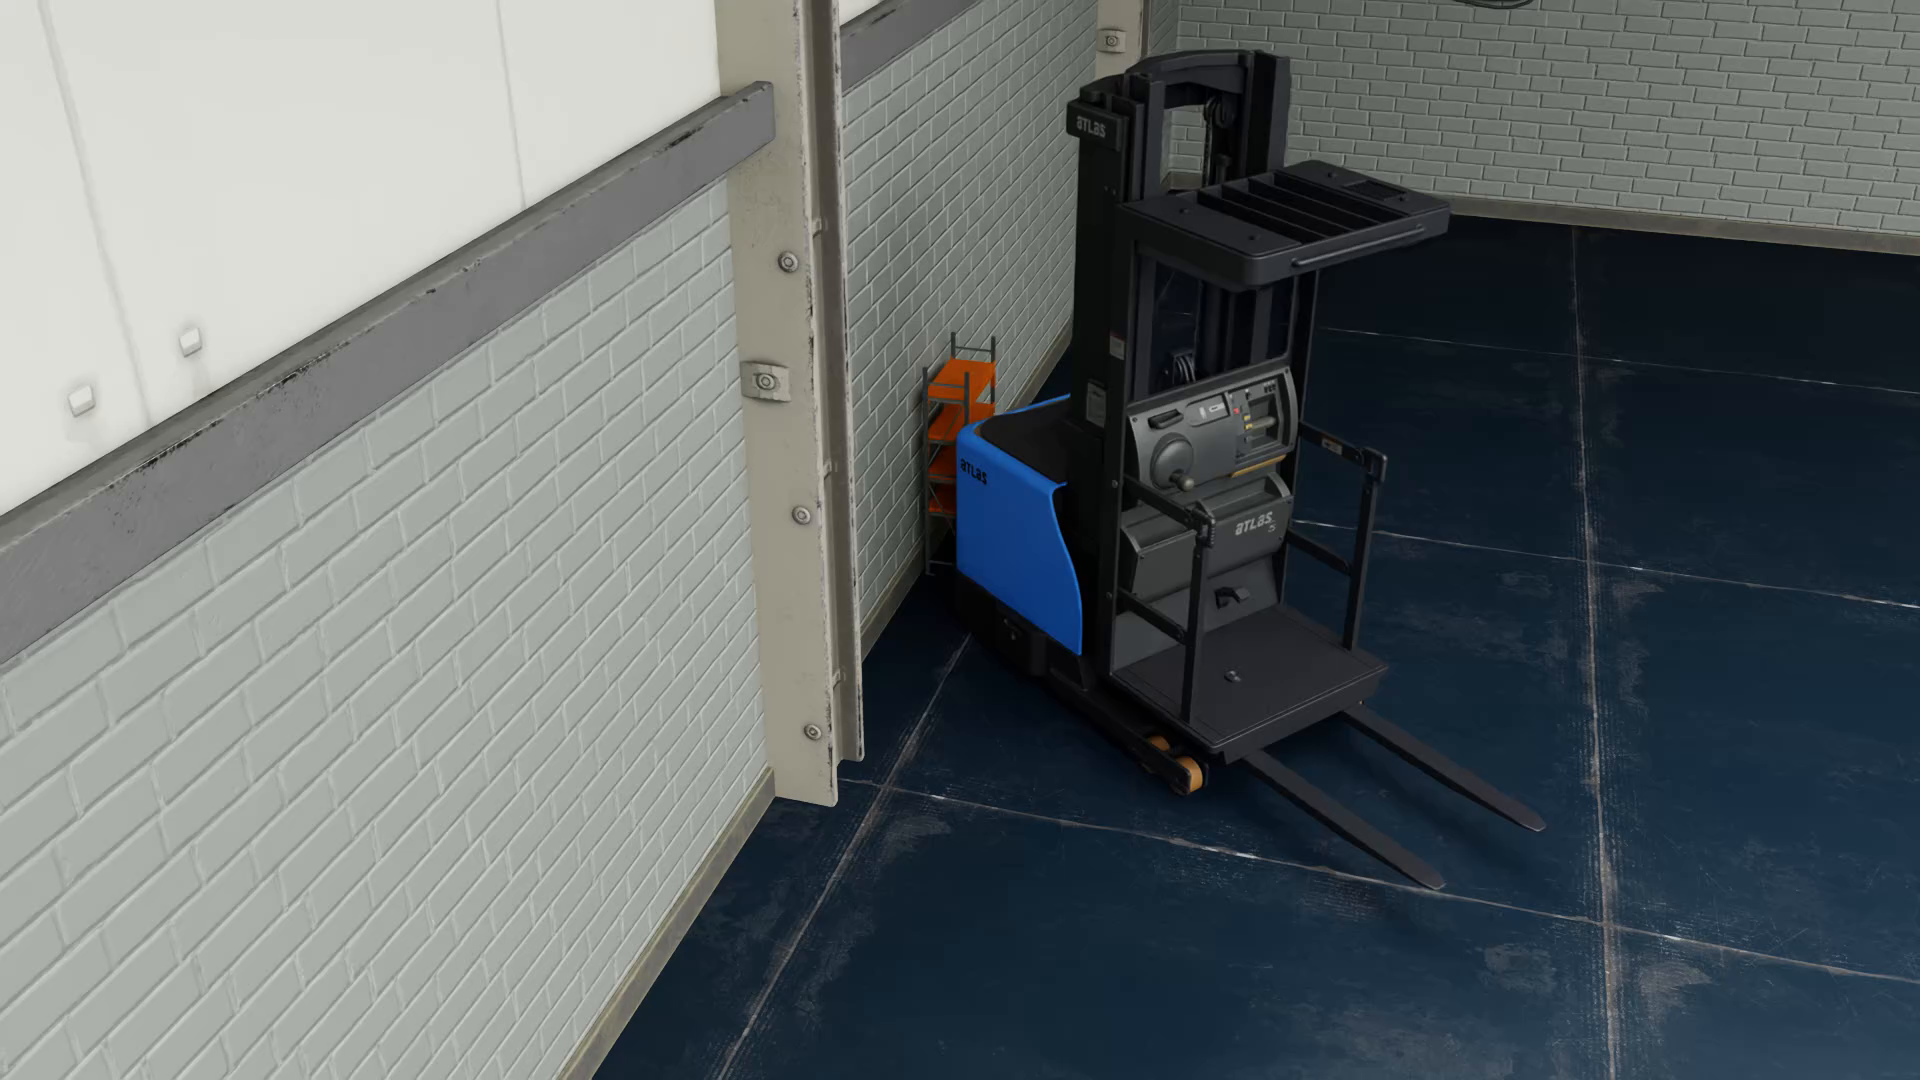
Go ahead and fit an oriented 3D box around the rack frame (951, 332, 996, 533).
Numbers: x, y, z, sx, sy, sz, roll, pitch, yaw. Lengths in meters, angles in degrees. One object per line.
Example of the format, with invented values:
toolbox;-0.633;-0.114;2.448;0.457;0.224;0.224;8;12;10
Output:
rack frame;0.070;-0.553;9.009;0.240;1.200;0.015;8;30;15

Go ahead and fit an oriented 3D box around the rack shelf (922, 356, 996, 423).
rack shelf;0.000;-0.783;8.614;0.258;0.148;0.480;8;30;15

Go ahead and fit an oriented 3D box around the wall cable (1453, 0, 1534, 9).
wall cable;3.256;-5.505;13.084;3.097;2.526;0.112;8;30;15

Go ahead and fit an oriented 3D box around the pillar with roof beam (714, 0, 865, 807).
pillar with roof beam;3.481;-2.279;4.090;9.100;9.000;0.400;8;30;15

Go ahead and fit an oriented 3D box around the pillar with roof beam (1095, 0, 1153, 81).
pillar with roof beam;5.242;-5.067;9.103;9.100;9.000;0.400;8;30;15

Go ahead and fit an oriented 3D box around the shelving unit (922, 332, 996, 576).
shelving unit;0.001;-0.439;8.805;0.258;1.200;0.503;8;30;15

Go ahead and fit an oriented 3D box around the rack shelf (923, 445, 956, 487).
rack shelf;0.001;-0.381;8.838;0.258;0.148;0.480;8;30;15

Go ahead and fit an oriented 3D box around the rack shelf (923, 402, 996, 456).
rack shelf;0.000;-0.576;8.729;0.258;0.148;0.480;8;30;15

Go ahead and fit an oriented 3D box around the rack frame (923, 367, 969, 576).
rack frame;-0.069;-0.326;8.601;0.240;1.200;0.015;8;30;15

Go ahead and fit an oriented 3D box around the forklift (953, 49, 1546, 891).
forklift;1.225;-0.438;7.022;1.130;2.935;3.031;-19;34;-30

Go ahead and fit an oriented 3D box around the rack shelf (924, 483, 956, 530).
rack shelf;0.001;-0.207;8.934;0.258;0.148;0.480;8;30;15
